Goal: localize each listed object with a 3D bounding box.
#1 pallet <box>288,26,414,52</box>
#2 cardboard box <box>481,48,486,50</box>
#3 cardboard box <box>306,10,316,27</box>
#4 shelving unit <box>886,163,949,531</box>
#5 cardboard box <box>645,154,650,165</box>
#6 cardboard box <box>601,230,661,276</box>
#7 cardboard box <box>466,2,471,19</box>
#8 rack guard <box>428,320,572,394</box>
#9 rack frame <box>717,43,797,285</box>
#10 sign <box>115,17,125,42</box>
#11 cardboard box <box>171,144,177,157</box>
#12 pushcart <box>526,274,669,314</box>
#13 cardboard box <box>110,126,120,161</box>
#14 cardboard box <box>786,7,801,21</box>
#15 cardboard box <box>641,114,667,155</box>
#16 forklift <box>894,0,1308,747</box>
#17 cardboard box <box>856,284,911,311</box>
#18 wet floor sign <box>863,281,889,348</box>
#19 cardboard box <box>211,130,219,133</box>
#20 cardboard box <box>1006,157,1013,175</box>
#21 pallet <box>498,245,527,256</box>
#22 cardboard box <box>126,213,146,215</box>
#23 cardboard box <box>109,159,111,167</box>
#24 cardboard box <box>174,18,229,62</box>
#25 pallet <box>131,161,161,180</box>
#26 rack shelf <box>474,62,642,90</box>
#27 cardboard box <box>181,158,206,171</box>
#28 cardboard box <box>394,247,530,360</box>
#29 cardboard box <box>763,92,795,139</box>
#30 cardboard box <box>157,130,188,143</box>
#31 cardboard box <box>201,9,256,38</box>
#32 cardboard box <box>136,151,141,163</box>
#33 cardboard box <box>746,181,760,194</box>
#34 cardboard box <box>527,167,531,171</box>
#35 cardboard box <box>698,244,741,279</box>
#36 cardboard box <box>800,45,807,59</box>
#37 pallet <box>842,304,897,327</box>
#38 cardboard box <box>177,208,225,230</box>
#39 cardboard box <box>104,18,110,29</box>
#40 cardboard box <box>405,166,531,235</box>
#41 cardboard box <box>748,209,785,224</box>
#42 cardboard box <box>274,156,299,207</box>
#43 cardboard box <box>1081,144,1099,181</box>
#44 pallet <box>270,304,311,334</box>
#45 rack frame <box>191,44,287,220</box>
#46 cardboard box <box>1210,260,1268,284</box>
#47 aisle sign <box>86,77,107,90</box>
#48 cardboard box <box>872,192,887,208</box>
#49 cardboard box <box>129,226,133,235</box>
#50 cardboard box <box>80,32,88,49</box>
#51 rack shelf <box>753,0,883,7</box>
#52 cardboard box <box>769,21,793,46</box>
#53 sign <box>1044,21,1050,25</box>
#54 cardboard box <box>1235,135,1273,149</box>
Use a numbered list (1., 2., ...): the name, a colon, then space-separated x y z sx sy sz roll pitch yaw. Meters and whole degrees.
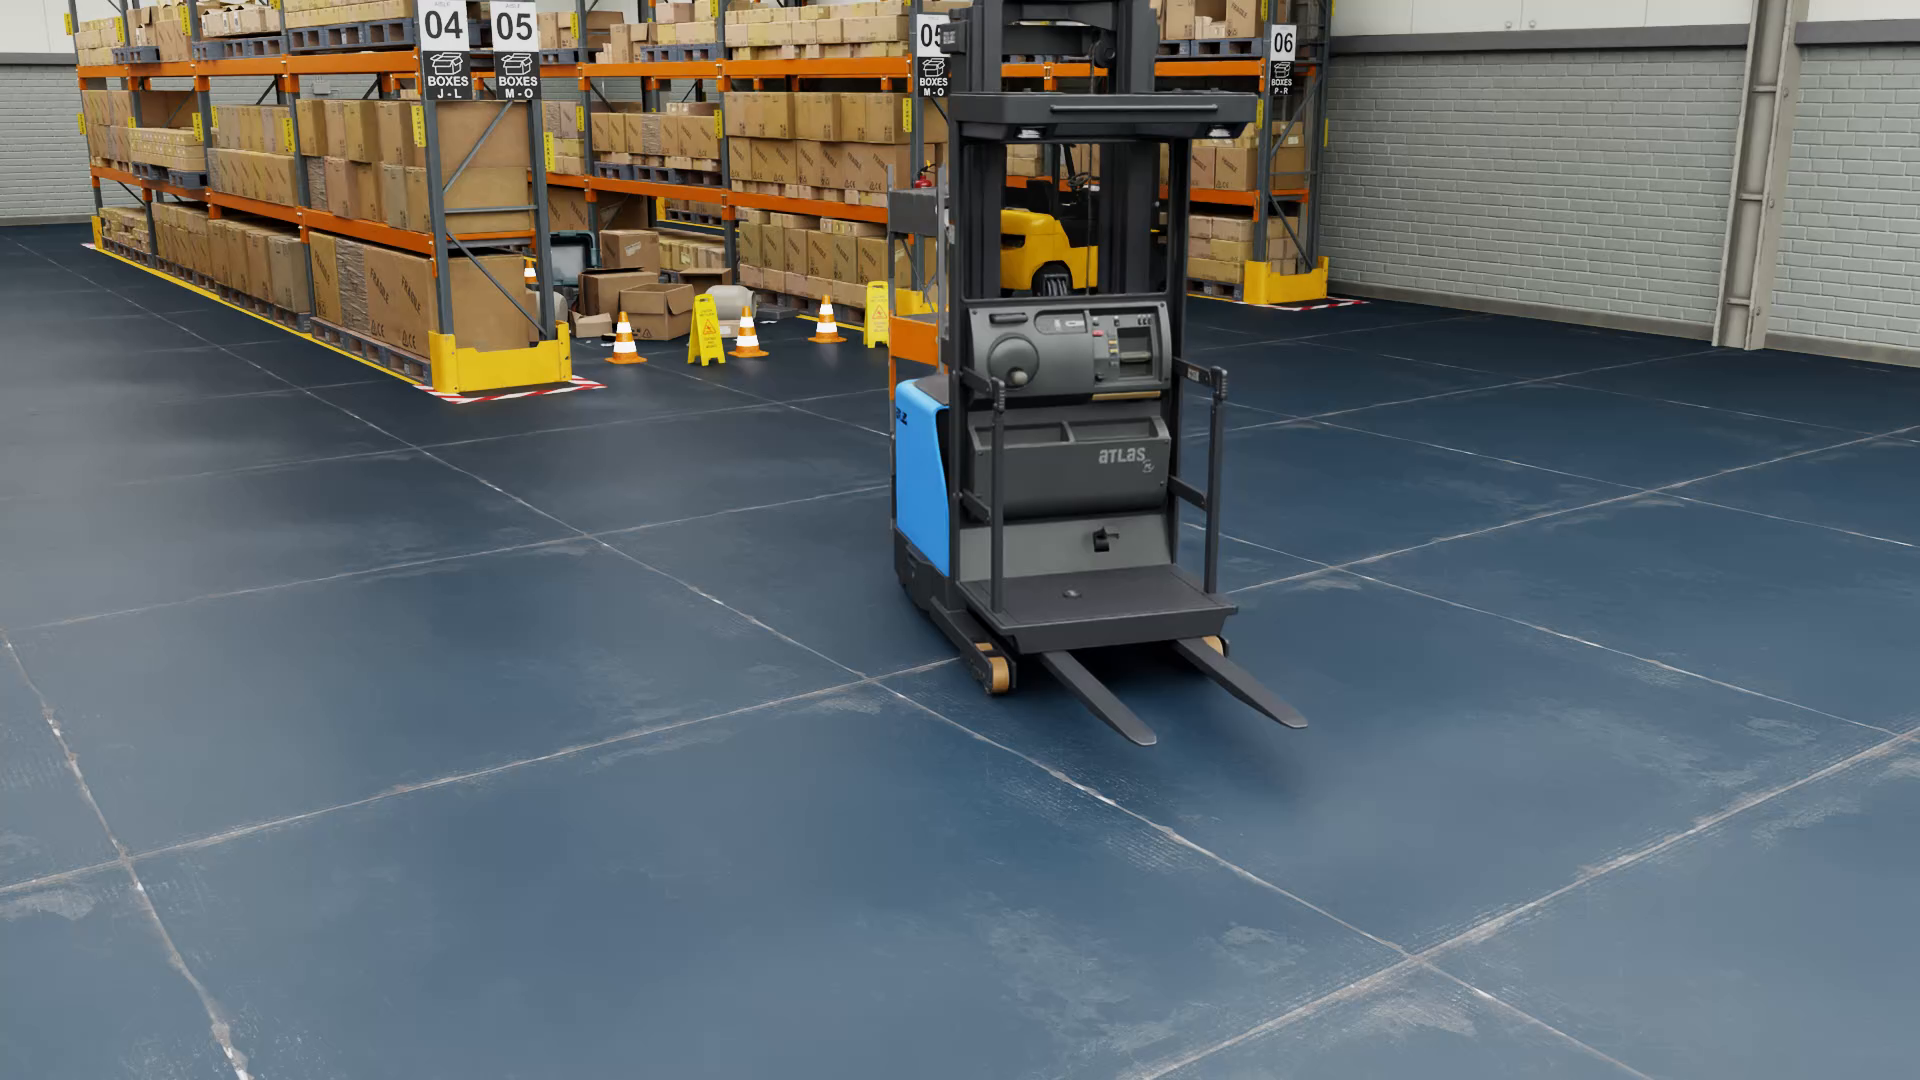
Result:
1. pallet: -5.889 -4.898 16.275 1.003 0.211 1.213 -11 19 -35
2. cardboard box: -7.109 -7.592 25.409 0.396 0.266 0.258 -11 19 -35
3. cardboard box: -5.976 -4.954 15.803 0.380 0.149 0.250 -11 19 -35
4. shelving unit: -0.097 -1.048 9.428 0.431 2.100 0.503 -11 19 -35
5. cardboard box: -3.918 -5.011 21.882 0.380 0.149 0.250 -10 18 -32
6. cardboard box: -3.839 -3.337 19.387 0.500 0.500 0.500 -11 19 -35
7. cardboard box: -4.102 -4.570 14.399 0.380 0.149 0.250 -11 19 -34
8. rack guard: -3.995 -1.605 14.494 1.175 0.500 0.348 -11 19 -35
9. rack frame: -2.417 -4.460 20.190 1.000 3.000 0.127 -11 19 -35
10. sign: -11.500 -6.989 22.767 0.100 0.325 0.005 -11 19 -35
11. cardboard box: -9.687 -4.897 20.901 0.380 0.149 0.250 -10 18 -33
12. pushcart: -4.232 -2.831 19.204 0.936 0.377 1.648 10 18 33
13. cardboard box: -12.174 -5.847 24.504 0.500 0.500 0.500 -11 19 -35
14. cardboard box: -1.685 -5.783 18.306 0.380 0.149 0.250 -11 19 -35
15. cardboard box: -3.774 -5.246 21.513 0.500 0.500 0.500 -12 19 -37
16. forklift: 0.556 -0.864 7.180 1.130 2.935 3.031 -4 16 -16
17. cardboard box: -0.772 -2.618 17.873 0.500 0.250 0.500 -11 19 -35
18. wet floor sign: -0.819 -2.264 16.625 0.267 0.644 0.232 -4 16 -15
19. cardboard box: -9.602 -5.302 21.819 0.380 0.149 0.250 -10 18 -33
20. cardboard box: 0.788 -5.333 23.661 0.500 0.250 0.500 -11 19 -35
21. pallet: -6.606 -4.670 26.240 1.003 0.211 1.213 -11 19 -35
22. cardboard box: -12.369 -4.866 25.149 0.380 0.149 0.250 -11 19 -34
23. cardboard box: -12.930 -5.844 25.721 0.380 0.149 0.250 -10 18 -32
24. cardboard box: -9.254 -6.102 20.317 0.500 0.500 0.500 -11 19 -35
25. pallet: -10.733 -5.100 22.892 1.003 0.211 1.213 -11 19 -35
26. rack shelf: -5.945 -6.841 24.570 1.077 0.370 4.000 -11 19 -35
27. cardboard box: -9.375 -4.640 20.526 0.380 0.149 0.250 -10 18 -34
28. cardboard box: -4.462 -2.128 14.900 0.875 0.875 0.875 -11 19 -34
29. cardboard box: -1.777 -4.783 18.721 0.700 0.500 0.500 -11 19 -36
30. cardboard box: -10.131 -5.203 21.456 0.380 0.149 0.250 -10 18 -32
31. cardboard box: -8.466 -5.990 19.282 0.500 0.311 0.500 -11 19 -34
32. cardboard box: -11.038 -5.246 22.742 0.380 0.149 0.250 -11 18 -34
33. cardboard box: -2.300 -4.176 19.628 0.380 0.149 0.250 -10 18 -33
34. cardboard box: -6.195 -5.631 24.751 0.500 0.250 0.500 -11 19 -35
35. cardboard box: -2.727 -3.507 20.889 0.950 0.372 0.625 -11 19 -34
36. cardboard box: -1.524 -5.351 18.239 0.380 0.149 0.250 -11 19 -34
37. pallet: -0.559 -2.456 18.150 1.003 0.211 1.213 -11 19 -35
38. cardboard box: -9.919 -4.205 21.778 0.500 0.250 0.500 -10 18 -33
39. cardboard box: -12.090 -7.432 23.948 0.380 0.149 0.250 -12 19 -37
40. cardboard box: -4.264 -2.961 14.427 0.875 0.550 0.550 -11 19 -35
41. cardboard box: -2.263 -3.807 19.568 0.380 0.149 0.250 -11 19 -34
42. cardboard box: -6.884 -3.788 17.546 0.500 0.500 0.500 -11 19 -35
43. cardboard box: 1.965 -5.036 22.103 0.500 0.500 0.500 -10 18 -34
44. pallet: -6.876 -2.478 18.231 1.003 0.211 1.213 -11 19 -35
45. rack frame: -8.713 -4.524 20.424 1.000 3.000 0.127 -11 19 -35
46. cardboard box: 3.416 -3.305 20.382 0.500 0.250 0.500 -11 19 -34
47. aisle sign: -13.703 -7.456 26.210 0.394 0.787 0.004 -11 19 -35
48. cardboard box: -0.696 -3.568 17.407 0.380 0.149 0.250 -11 19 -35
49. cardboard box: -12.223 -4.658 24.955 0.380 0.149 0.250 -12 19 -37
50. cardboard box: -13.061 -7.603 25.327 0.500 0.250 0.500 -11 19 -35
51. rack shelf: -1.932 -8.866 27.045 1.077 0.370 4.000 -11 19 -35
52. cardboard box: -1.785 -5.624 18.481 0.500 0.250 0.500 -11 19 -34
53. sign: 1.163 -6.993 22.187 0.100 0.325 0.005 -11 19 -35
54. cardboard box: 3.517 -4.769 19.900 0.380 0.149 0.250 -11 19 -34
